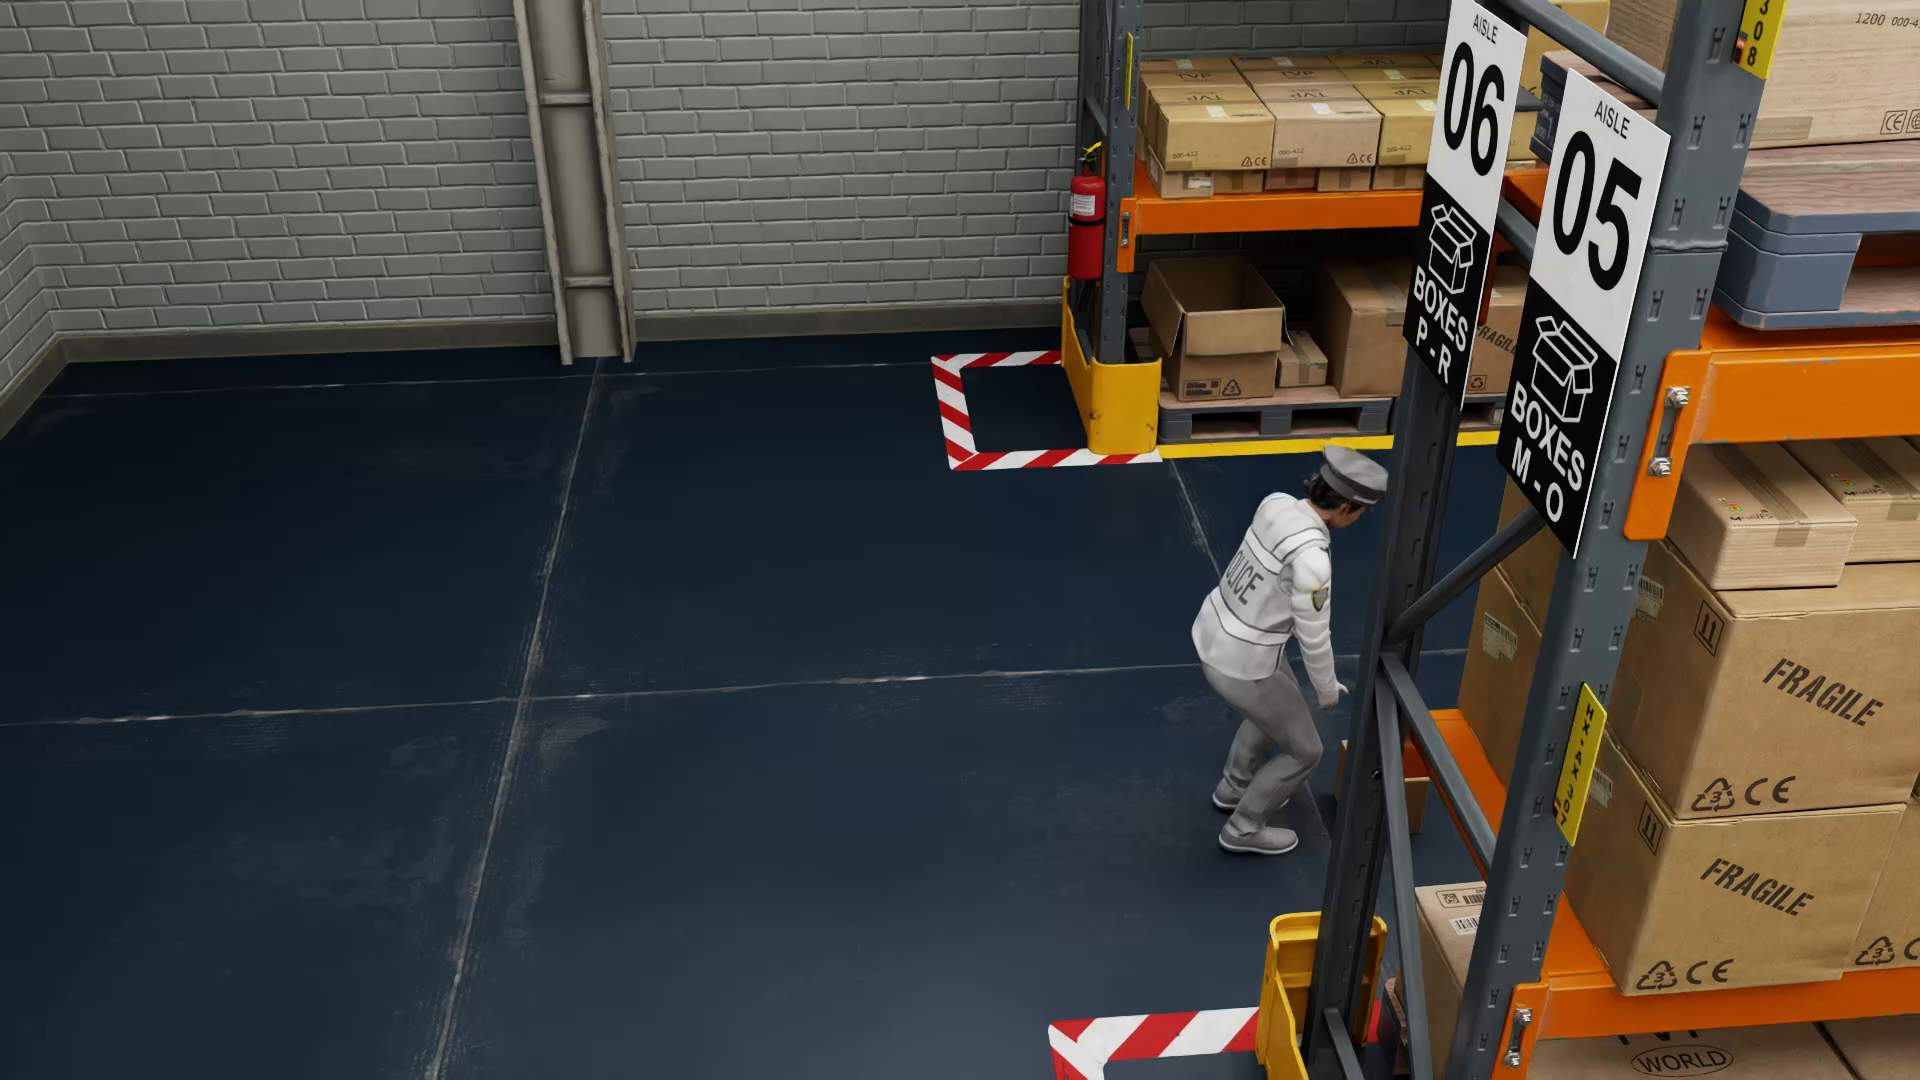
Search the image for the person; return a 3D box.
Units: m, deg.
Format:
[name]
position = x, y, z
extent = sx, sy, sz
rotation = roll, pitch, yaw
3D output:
[person]
position = 1.098, 0.374, 5.687
extent = 0.607, 1.501, 0.529
rotation = -2, 31, -4
